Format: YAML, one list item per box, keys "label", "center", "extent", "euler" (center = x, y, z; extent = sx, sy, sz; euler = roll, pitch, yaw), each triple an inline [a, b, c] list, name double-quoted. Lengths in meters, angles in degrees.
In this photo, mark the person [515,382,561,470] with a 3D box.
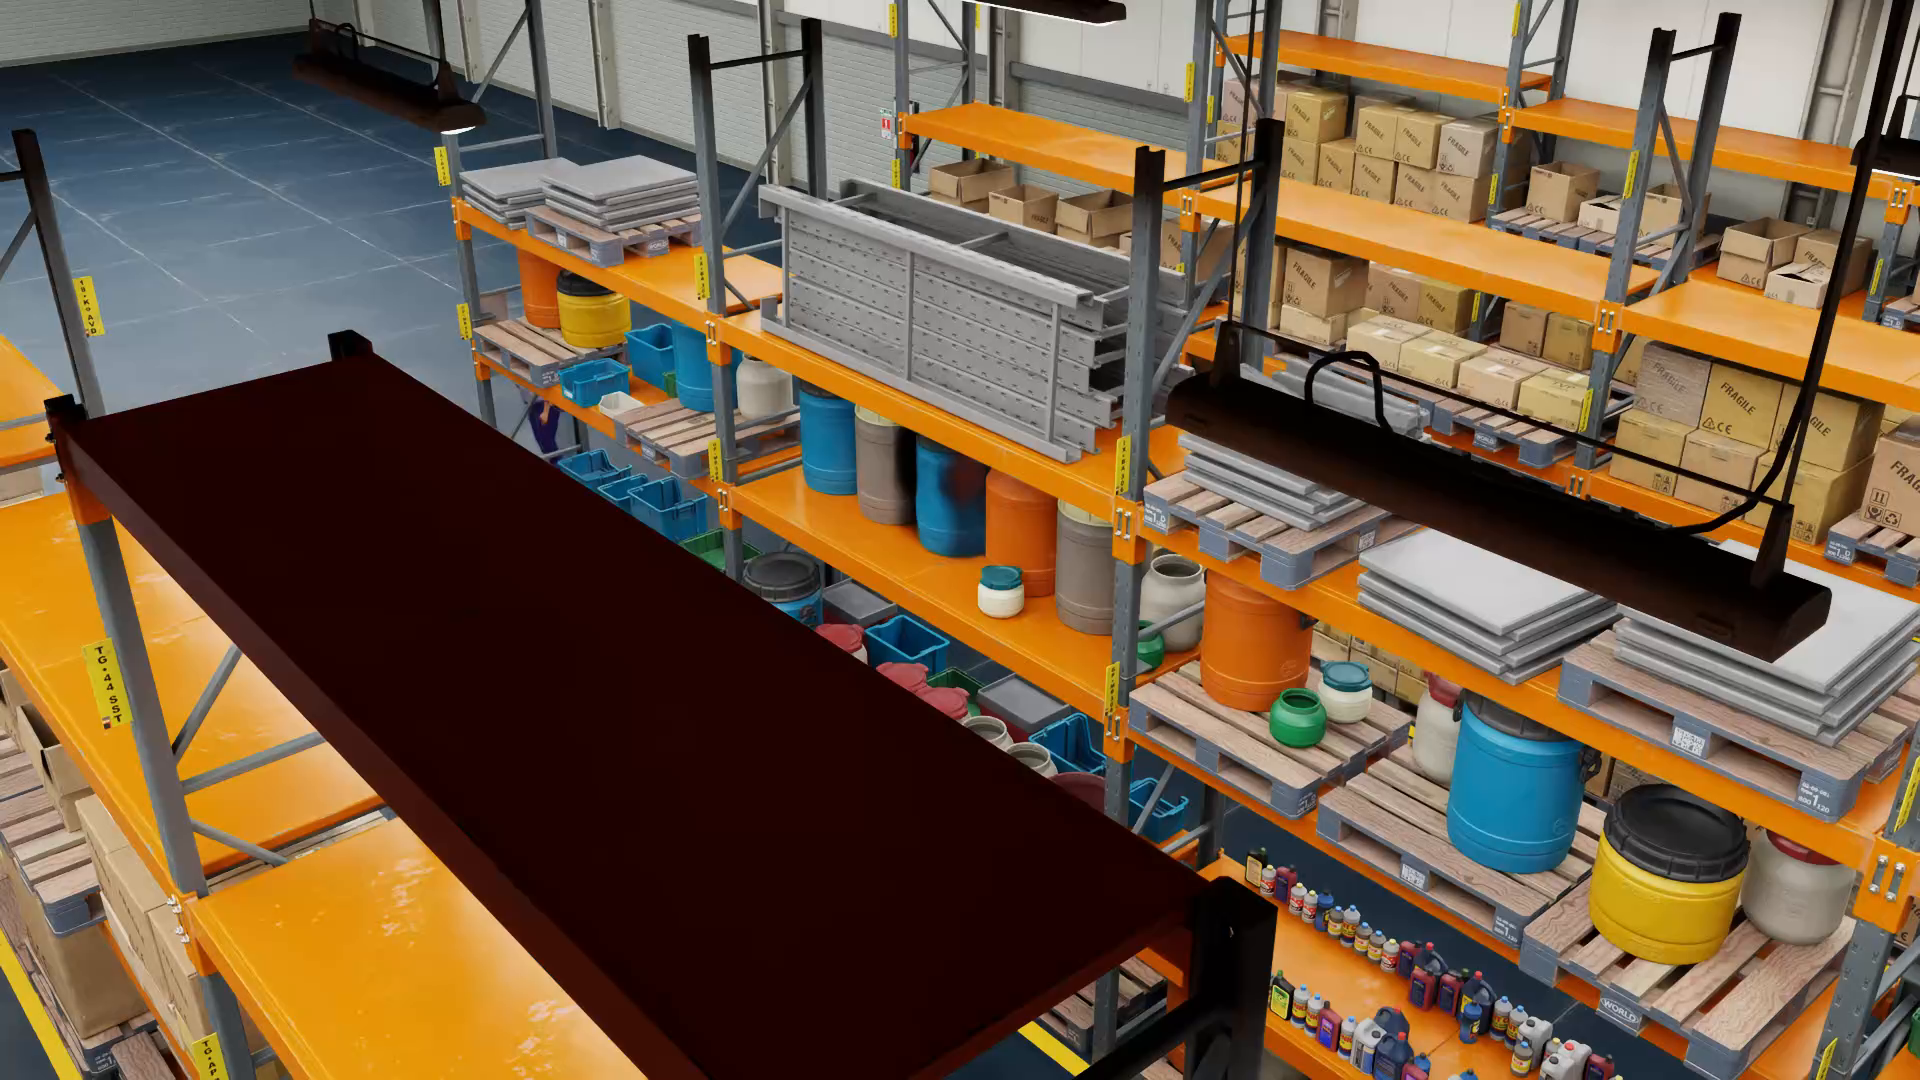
- label: "person"
  center: [-4.716, -1.455, 18.645]
  extent: [0.390, 1.654, 0.507]
  euler: [-23, 35, -38]
